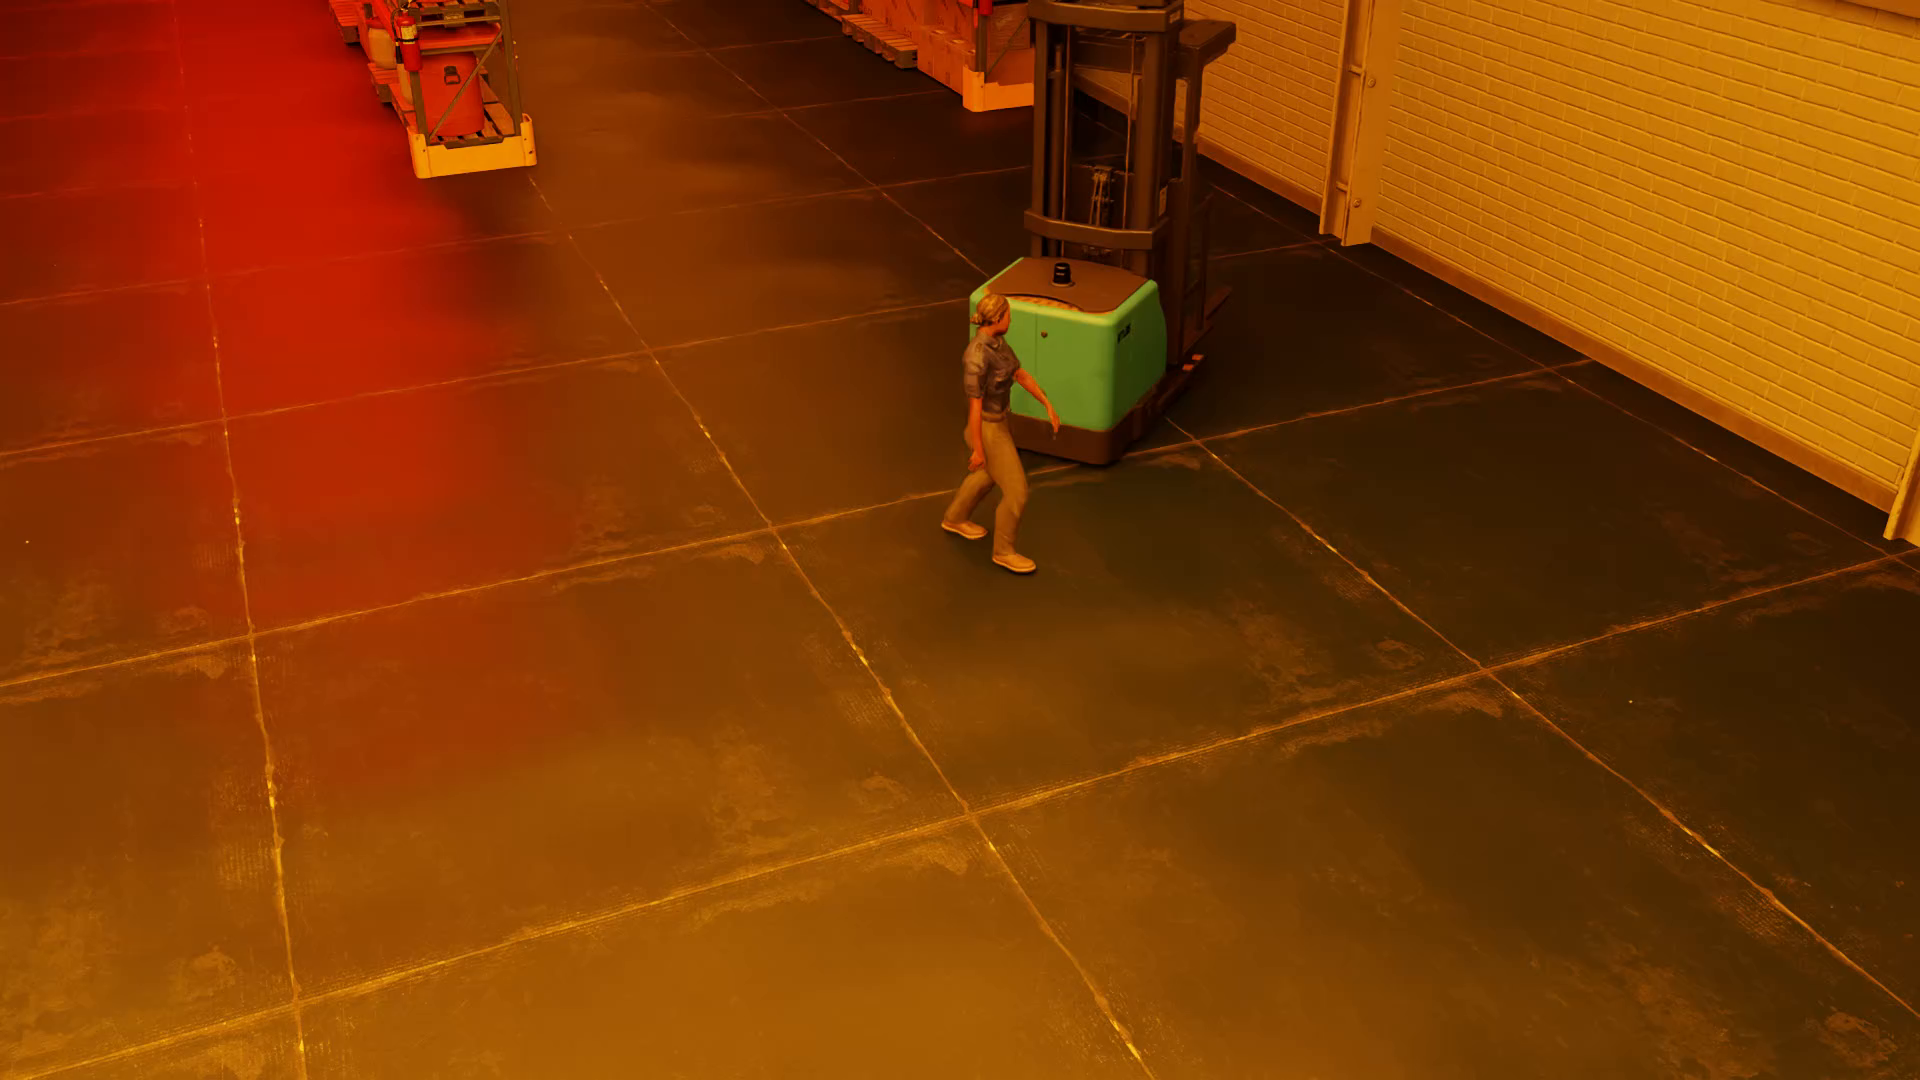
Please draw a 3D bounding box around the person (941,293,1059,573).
[{"bbox_3d":[0.204,-0.633,9.581,0.710,1.593,0.586,5,30,9],"label":"person"}]

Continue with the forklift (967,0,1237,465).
[{"bbox_3d":[1.163,-2.467,11.435,1.130,2.935,3.031,14,33,23],"label":"forklift"}]
